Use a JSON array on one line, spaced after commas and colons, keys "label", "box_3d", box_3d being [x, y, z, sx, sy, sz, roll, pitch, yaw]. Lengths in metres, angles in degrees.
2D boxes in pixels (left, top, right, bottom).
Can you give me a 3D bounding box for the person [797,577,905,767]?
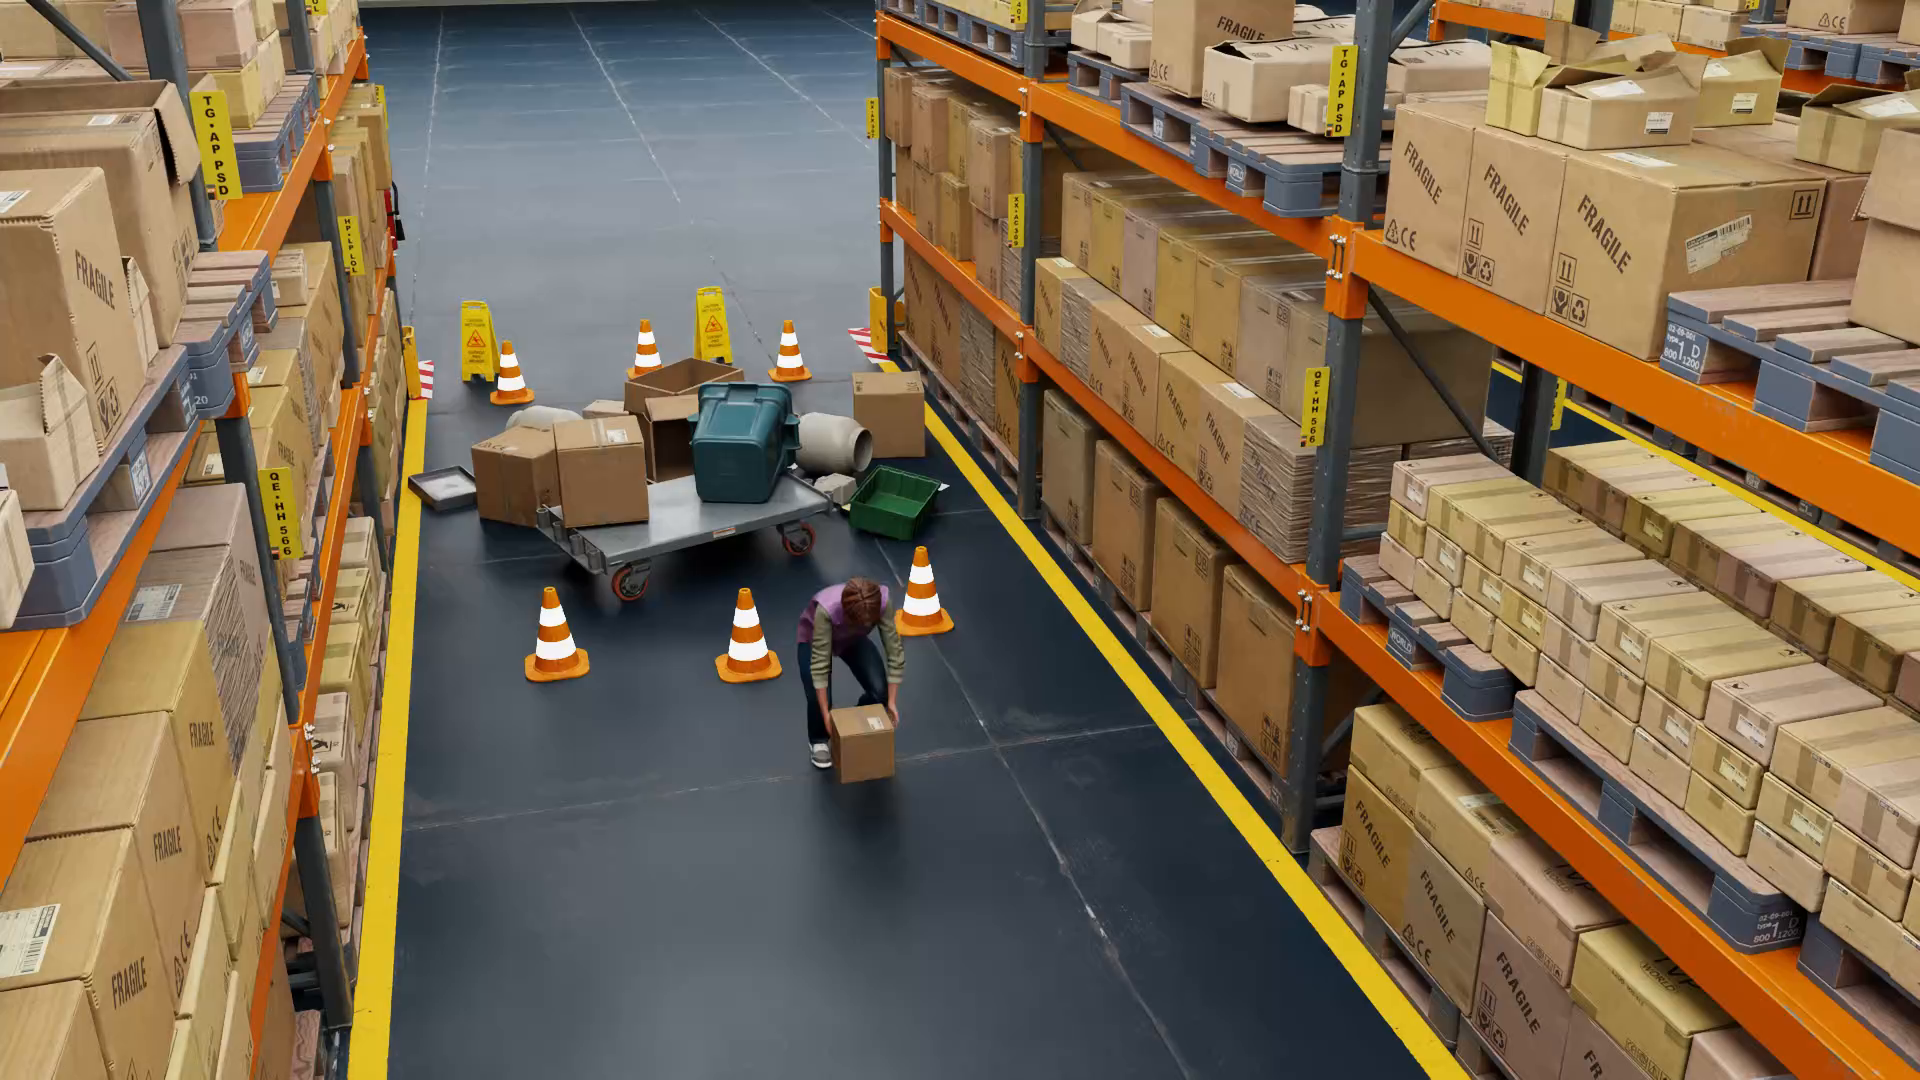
[{"label": "person", "box_3d": [-0.527, 0.580, 7.913, 0.461, 1.086, 0.745, -6, 24, -14]}]
